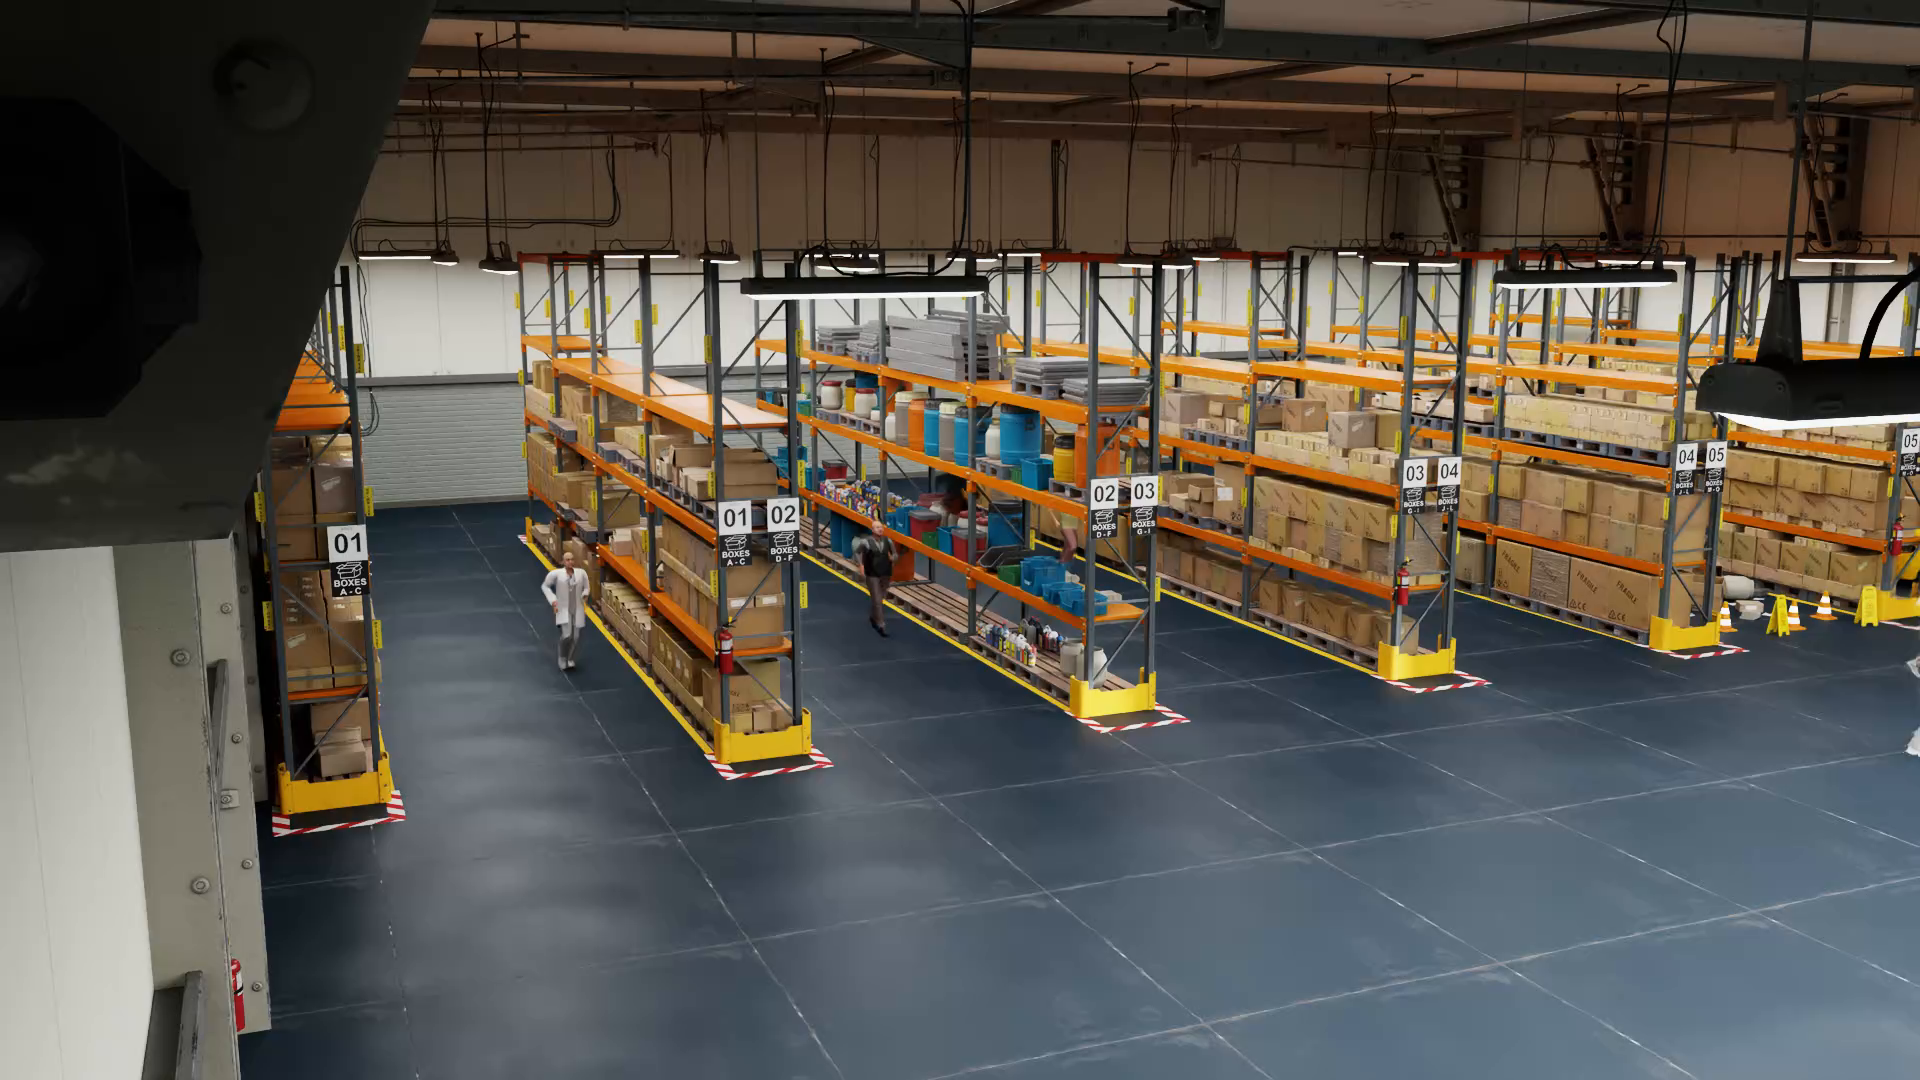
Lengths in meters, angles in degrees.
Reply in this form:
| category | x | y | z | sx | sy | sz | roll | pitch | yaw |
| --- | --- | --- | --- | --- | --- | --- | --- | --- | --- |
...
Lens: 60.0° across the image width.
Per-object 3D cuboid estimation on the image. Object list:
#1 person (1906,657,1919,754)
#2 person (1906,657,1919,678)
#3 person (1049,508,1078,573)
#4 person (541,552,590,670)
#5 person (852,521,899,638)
| category | x | y | z | sx | sy | sz | roll | pitch | yaw |
| --- | --- | --- | --- | --- | --- | --- | --- | --- | --- |
| person | 11.978 | 1.860 | 20.278 | 0.655 | 1.650 | 0.540 | 2 | 11 | 12 |
| person | 13.827 | 1.277 | 23.480 | 0.726 | 1.688 | 0.612 | 6 | 12 | 29 |
| person | 1.955 | -0.166 | 29.766 | 0.549 | 1.708 | 0.646 | -8 | 13 | -39 |
| person | -5.721 | 1.052 | 24.407 | 0.680 | 1.750 | 0.681 | -6 | 12 | -30 |
| person | -1.243 | 0.587 | 25.406 | 0.656 | 1.761 | 0.904 | -6 | 12 | -28 |
